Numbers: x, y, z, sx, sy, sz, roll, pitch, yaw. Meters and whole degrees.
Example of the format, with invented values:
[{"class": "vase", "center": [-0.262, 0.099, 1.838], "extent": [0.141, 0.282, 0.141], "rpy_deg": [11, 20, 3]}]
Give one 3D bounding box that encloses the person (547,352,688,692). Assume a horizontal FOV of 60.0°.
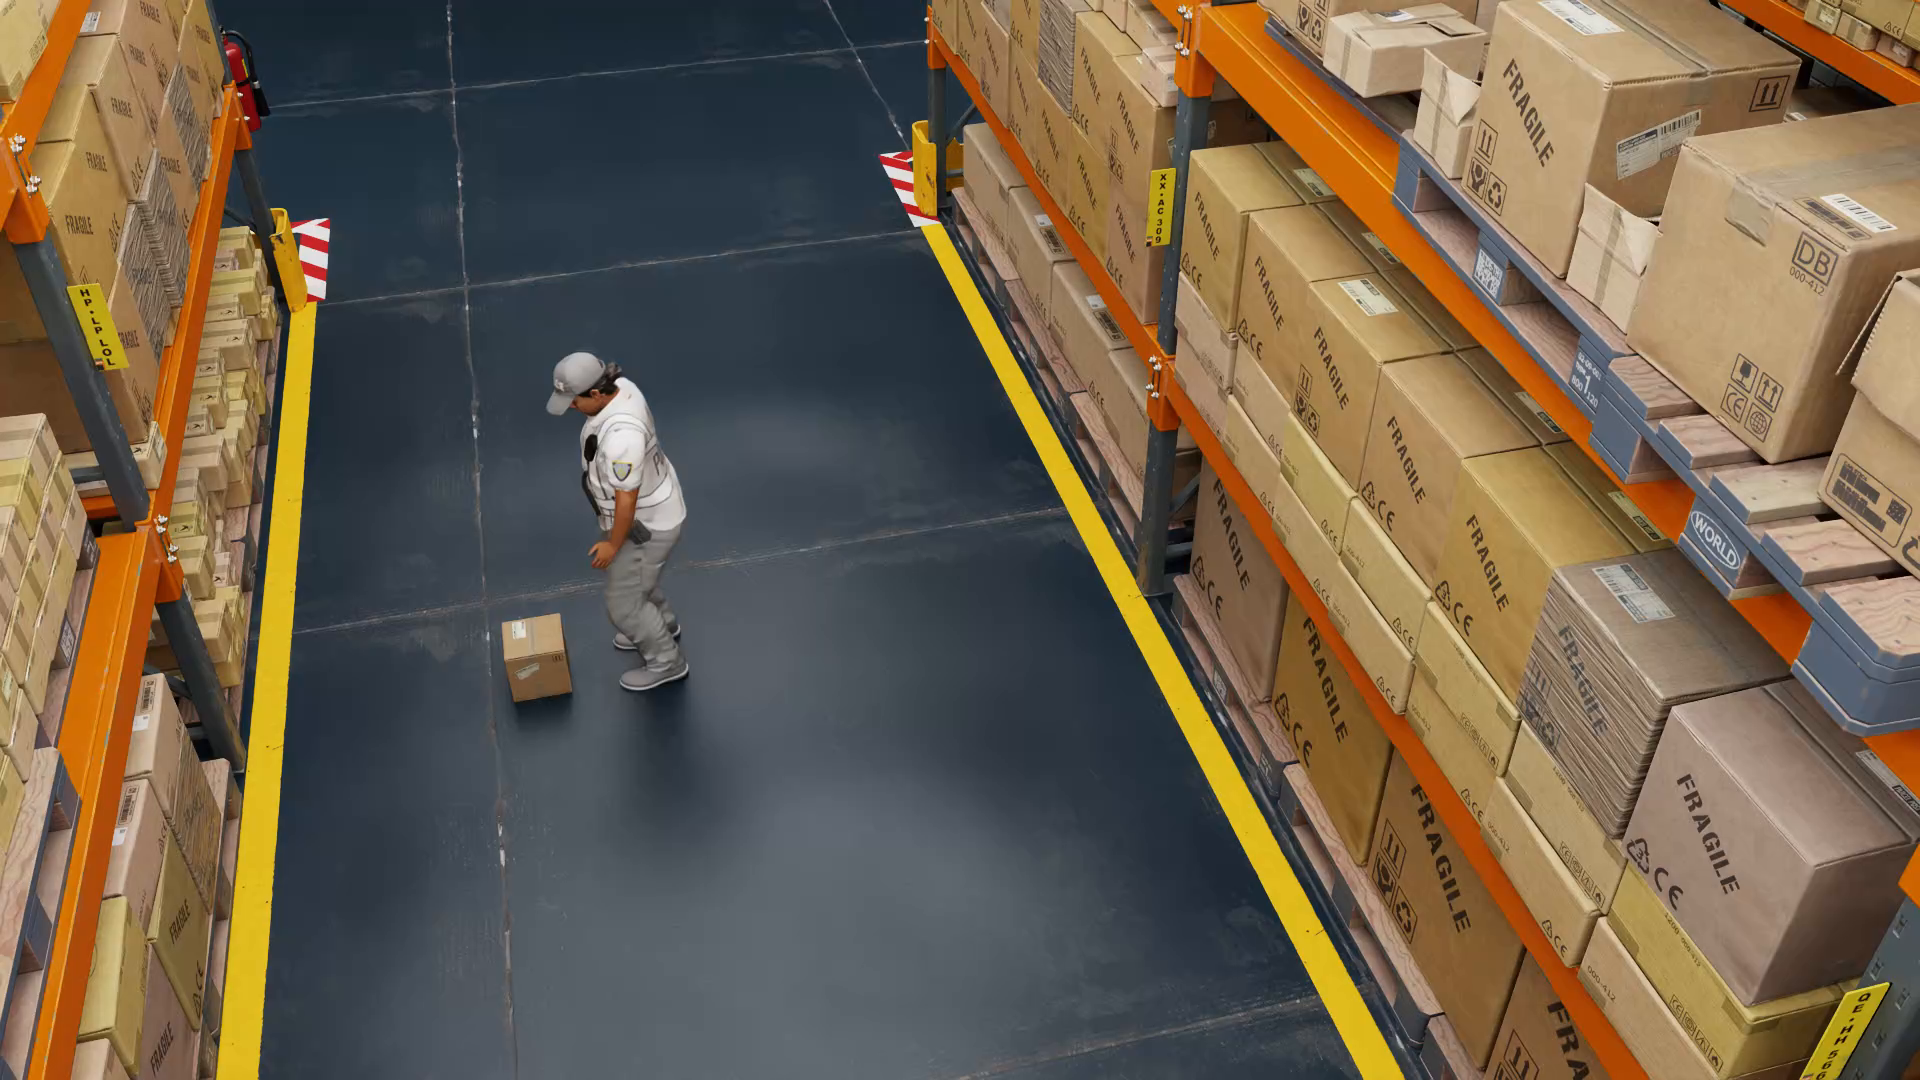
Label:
[{"class": "person", "center": [-1.370, -0.082, 6.862], "extent": [0.479, 1.620, 0.496], "rpy_deg": [-9, 39, -11]}]
